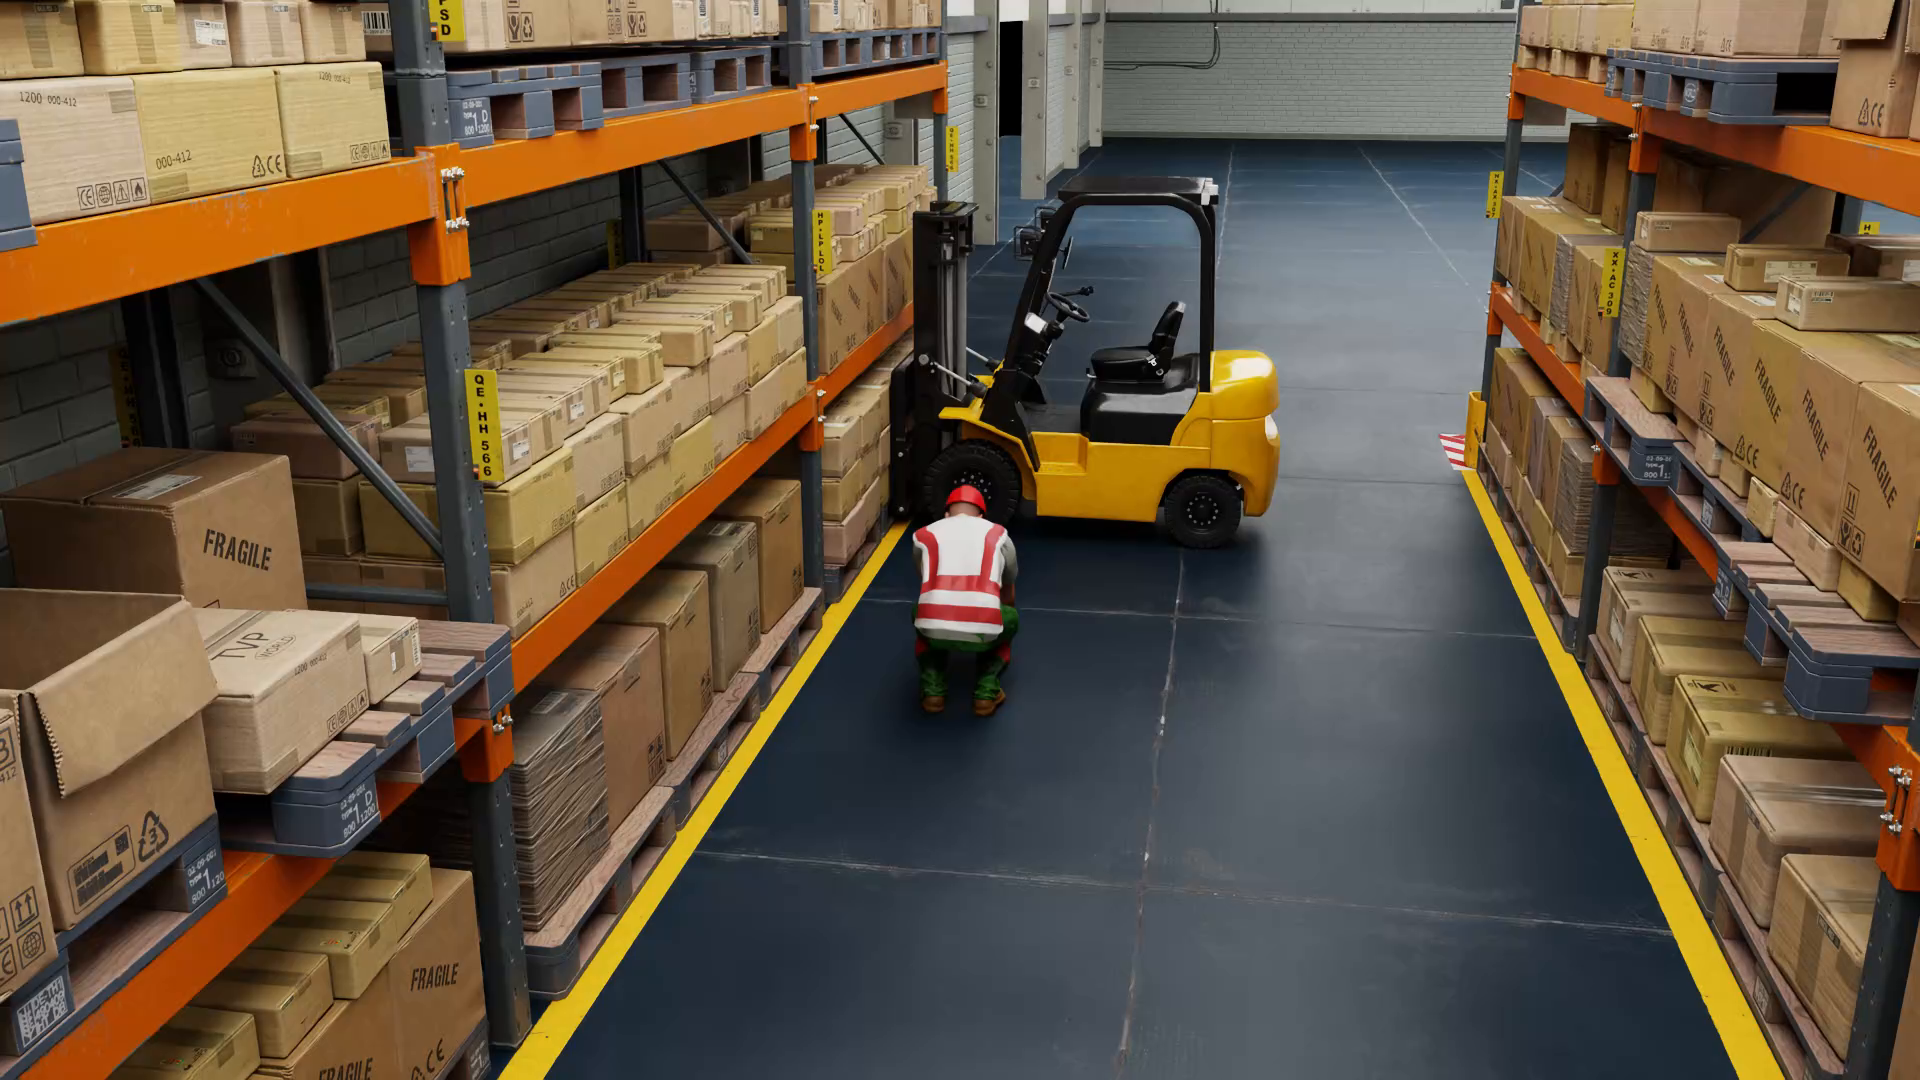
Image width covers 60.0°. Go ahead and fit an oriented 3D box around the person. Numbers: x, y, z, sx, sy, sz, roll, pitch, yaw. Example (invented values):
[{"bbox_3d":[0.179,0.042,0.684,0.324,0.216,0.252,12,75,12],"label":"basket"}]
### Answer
[{"bbox_3d":[0.023,0.278,8.007,0.534,0.966,0.963,2,18,8],"label":"person"}]
